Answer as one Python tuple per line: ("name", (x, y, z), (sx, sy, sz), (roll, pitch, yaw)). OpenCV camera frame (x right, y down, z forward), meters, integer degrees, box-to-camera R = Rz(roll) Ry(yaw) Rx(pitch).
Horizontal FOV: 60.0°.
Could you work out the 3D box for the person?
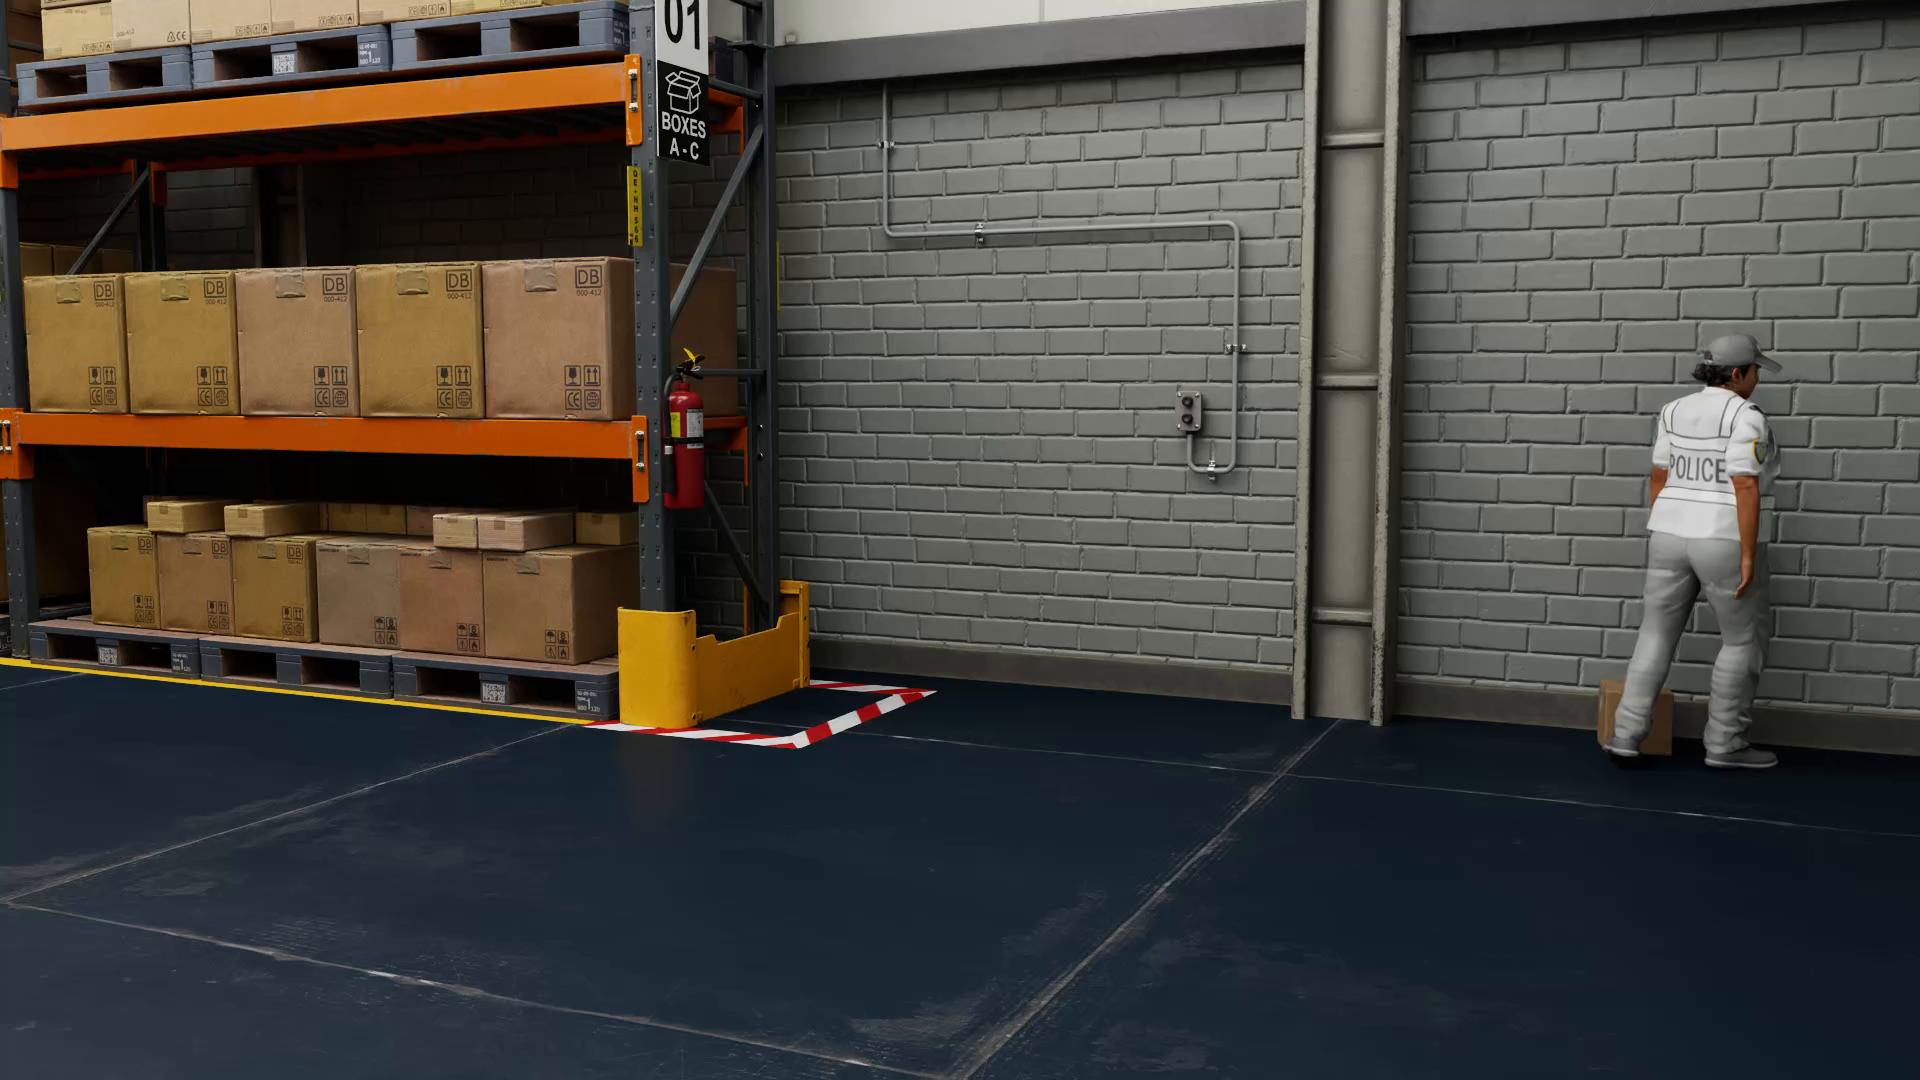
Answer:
("person", (2.806, 0.042, 6.344), (0.585, 1.659, 0.547), (-4, 7, -32))
